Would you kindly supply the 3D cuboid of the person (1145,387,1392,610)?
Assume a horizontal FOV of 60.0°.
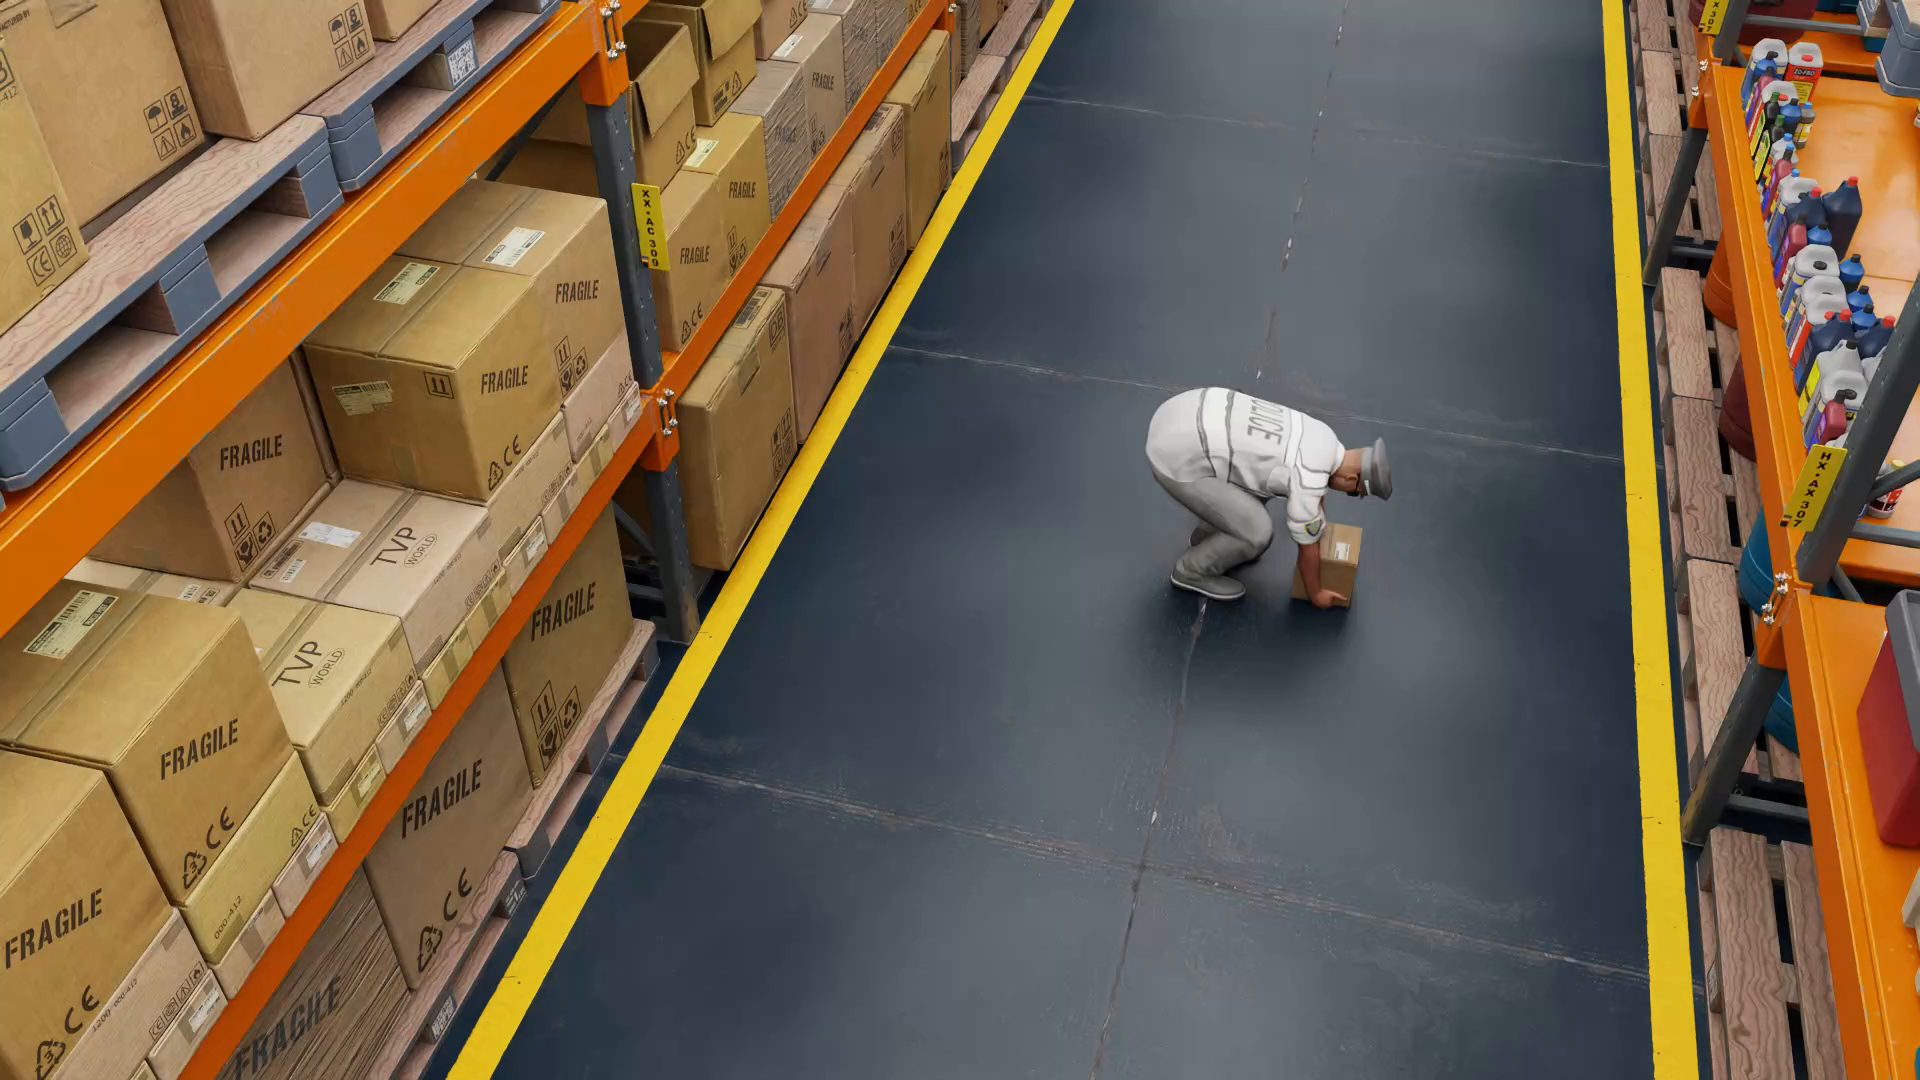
[{"bbox_3d":[1.286,-0.183,7.029,1.027,0.913,0.529,8,41,10],"label":"person"}]
